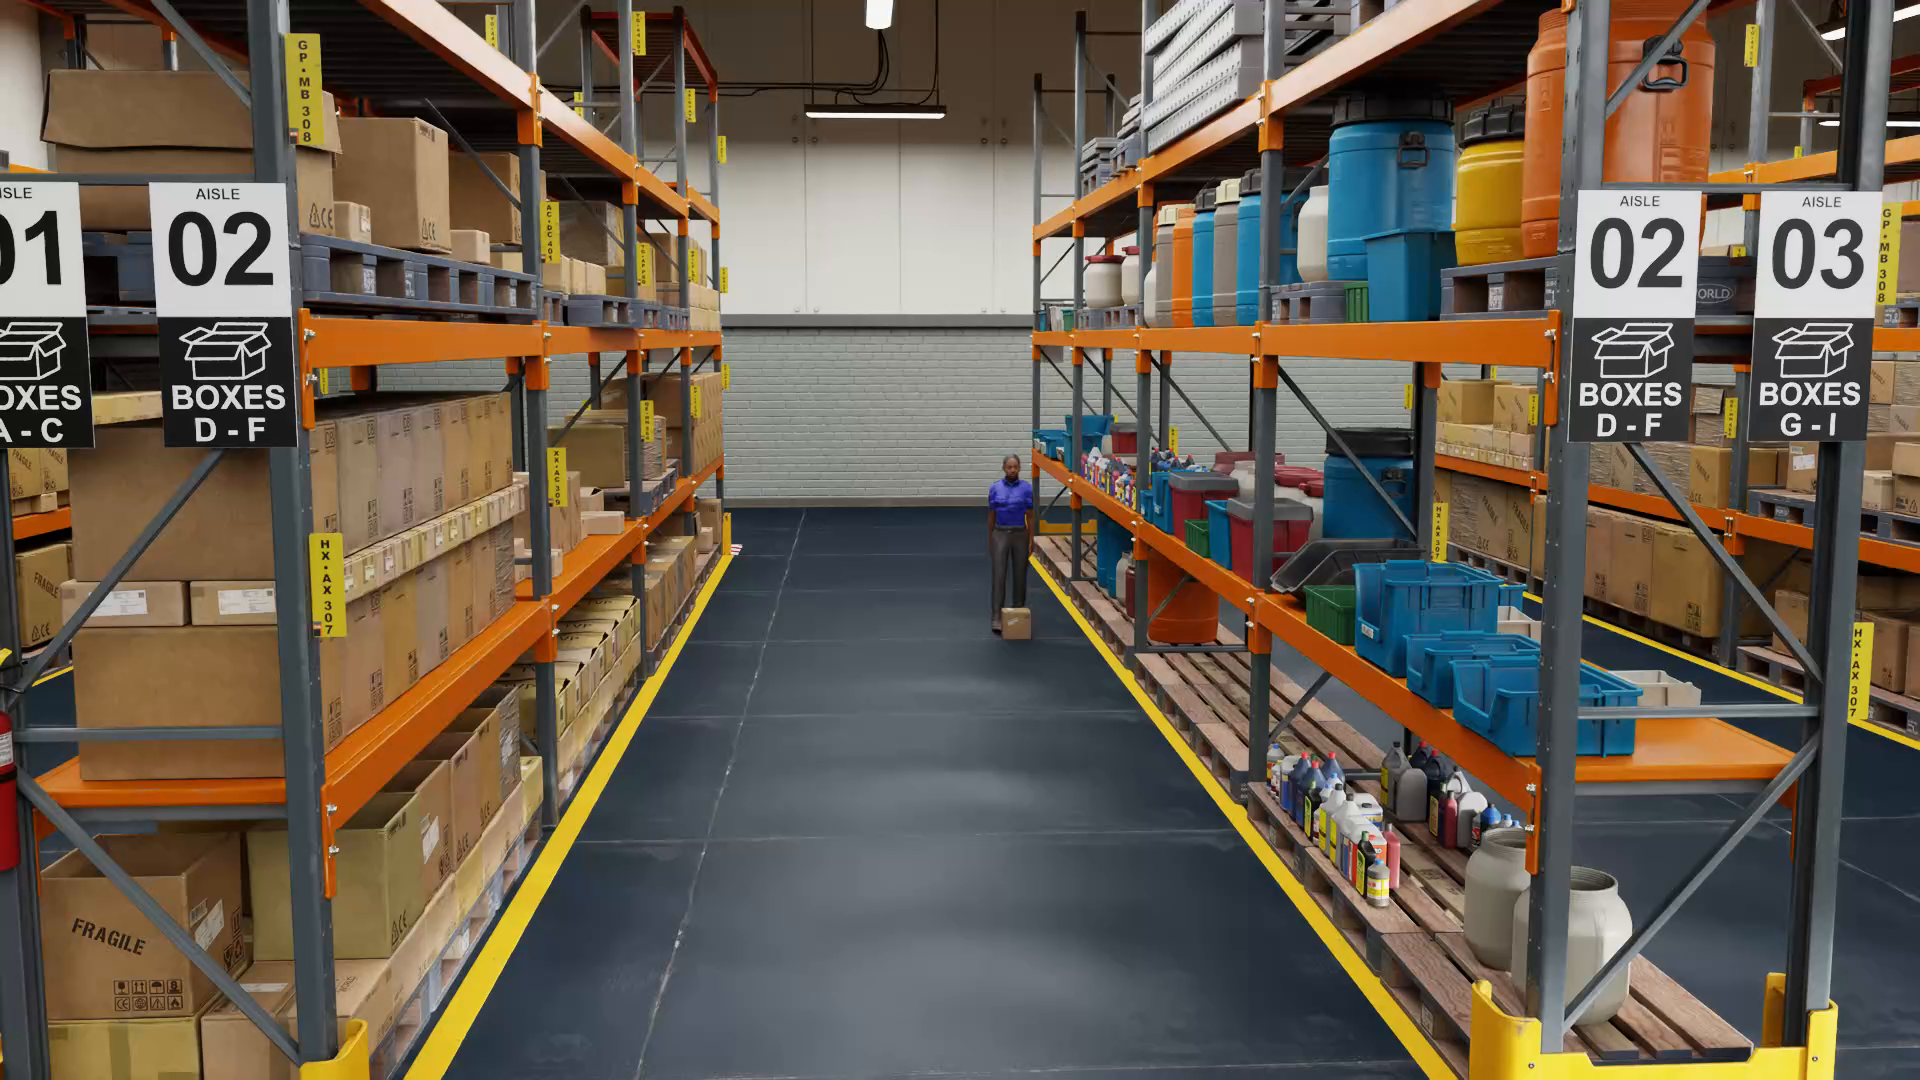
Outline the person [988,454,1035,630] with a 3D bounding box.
[{"bbox_3d":[0.488,0.018,15.642,0.439,1.658,0.408,0,7,-3],"label":"person"}]
